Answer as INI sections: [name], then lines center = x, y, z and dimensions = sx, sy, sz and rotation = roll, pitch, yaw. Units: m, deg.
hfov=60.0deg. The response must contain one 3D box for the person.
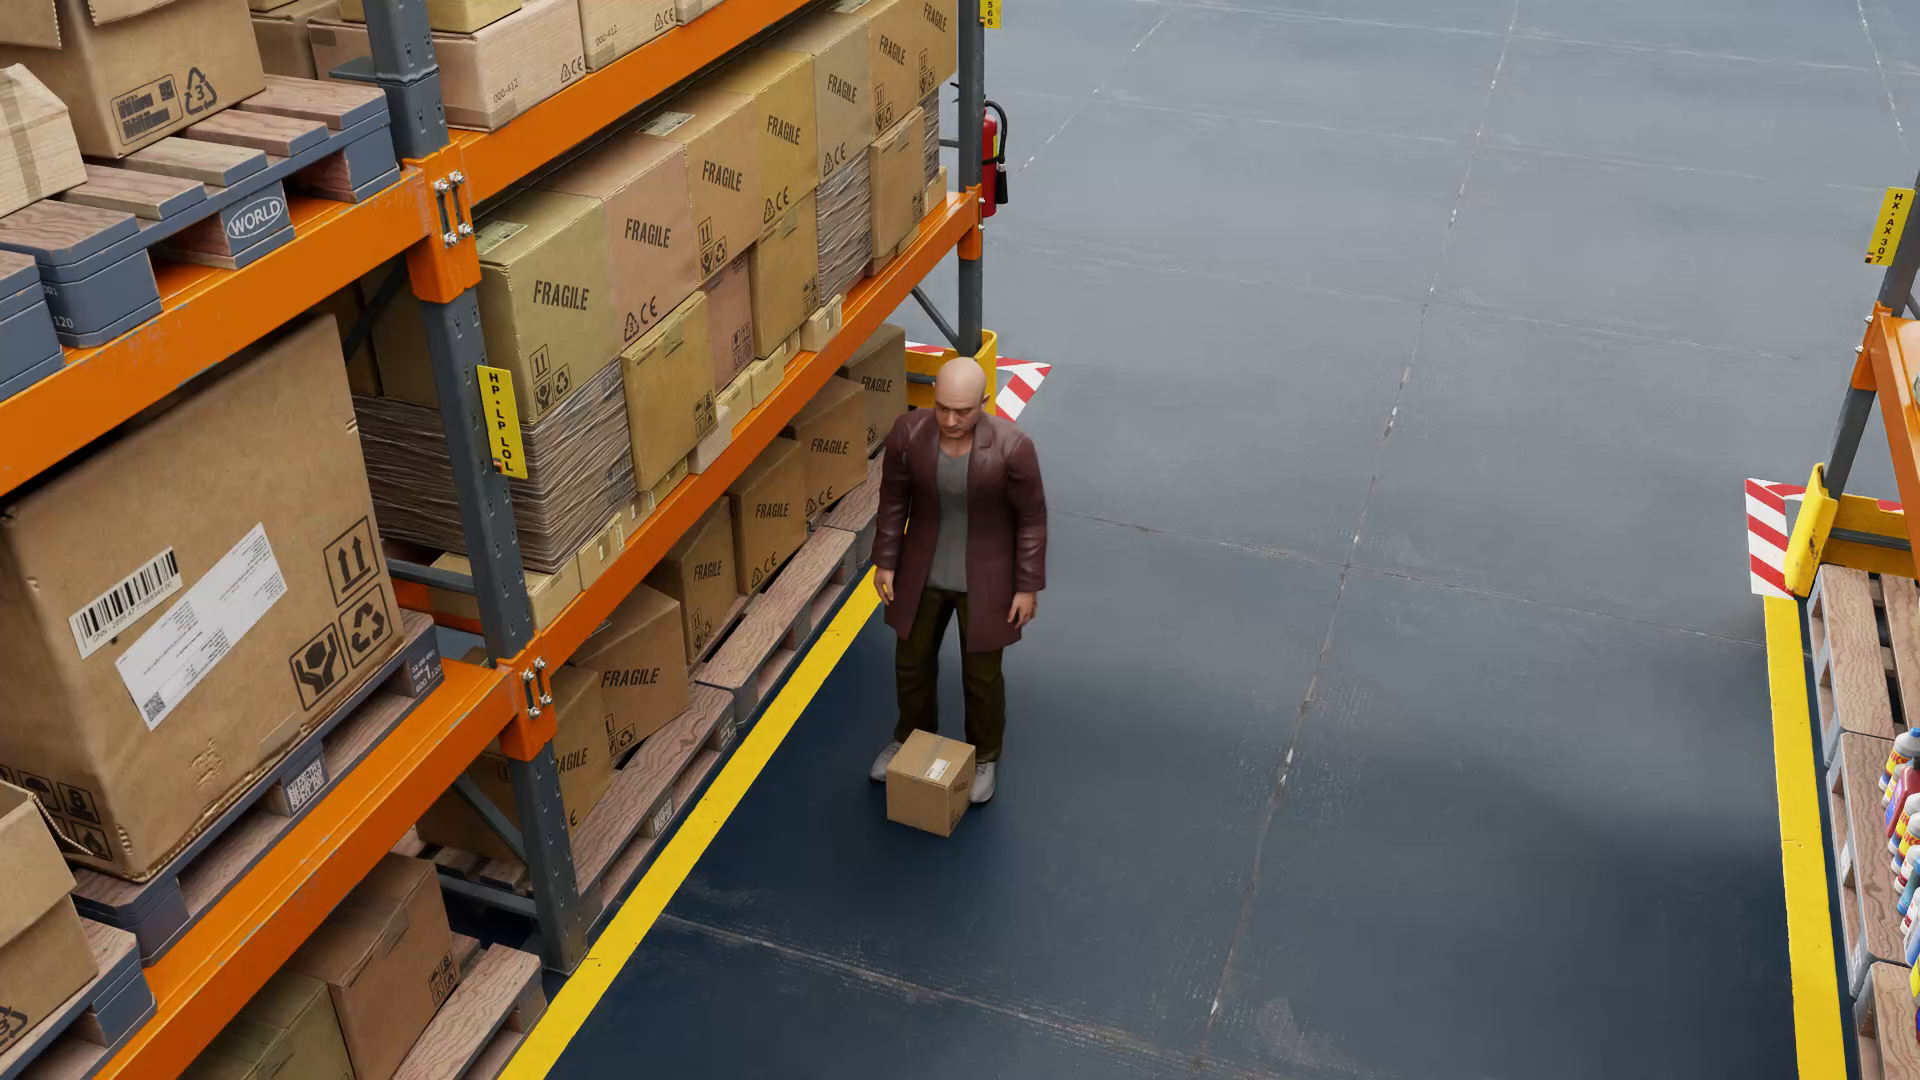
[person]
center = -0.010, 0.133, 5.948
dimensions = 0.649, 1.772, 0.429
rotation = 10, 34, 14
